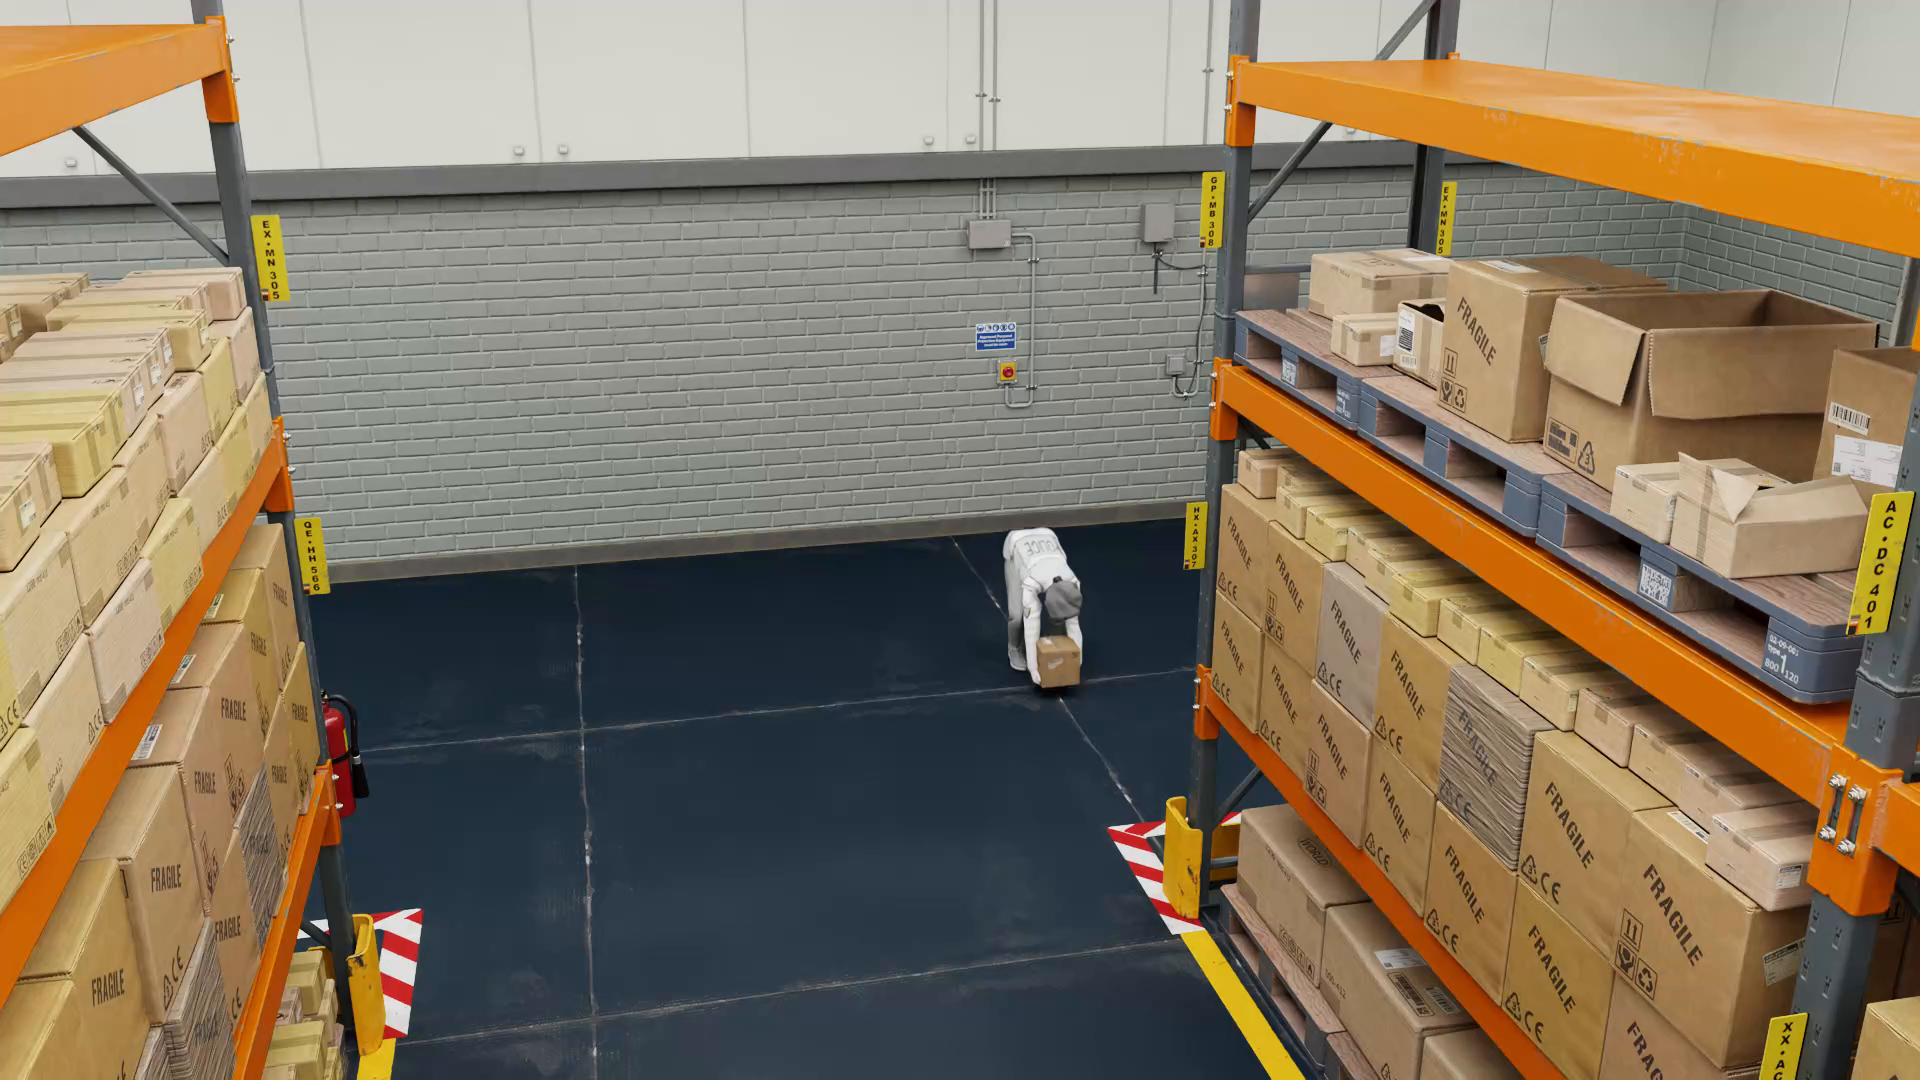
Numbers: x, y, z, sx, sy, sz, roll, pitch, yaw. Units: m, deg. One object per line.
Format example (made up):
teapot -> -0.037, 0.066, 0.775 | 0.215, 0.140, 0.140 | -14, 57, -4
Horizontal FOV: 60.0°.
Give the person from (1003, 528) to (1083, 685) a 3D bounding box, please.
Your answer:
person -> 0.555, 0.444, 10.917 | 0.452, 0.933, 0.885 | -6, 20, -15
